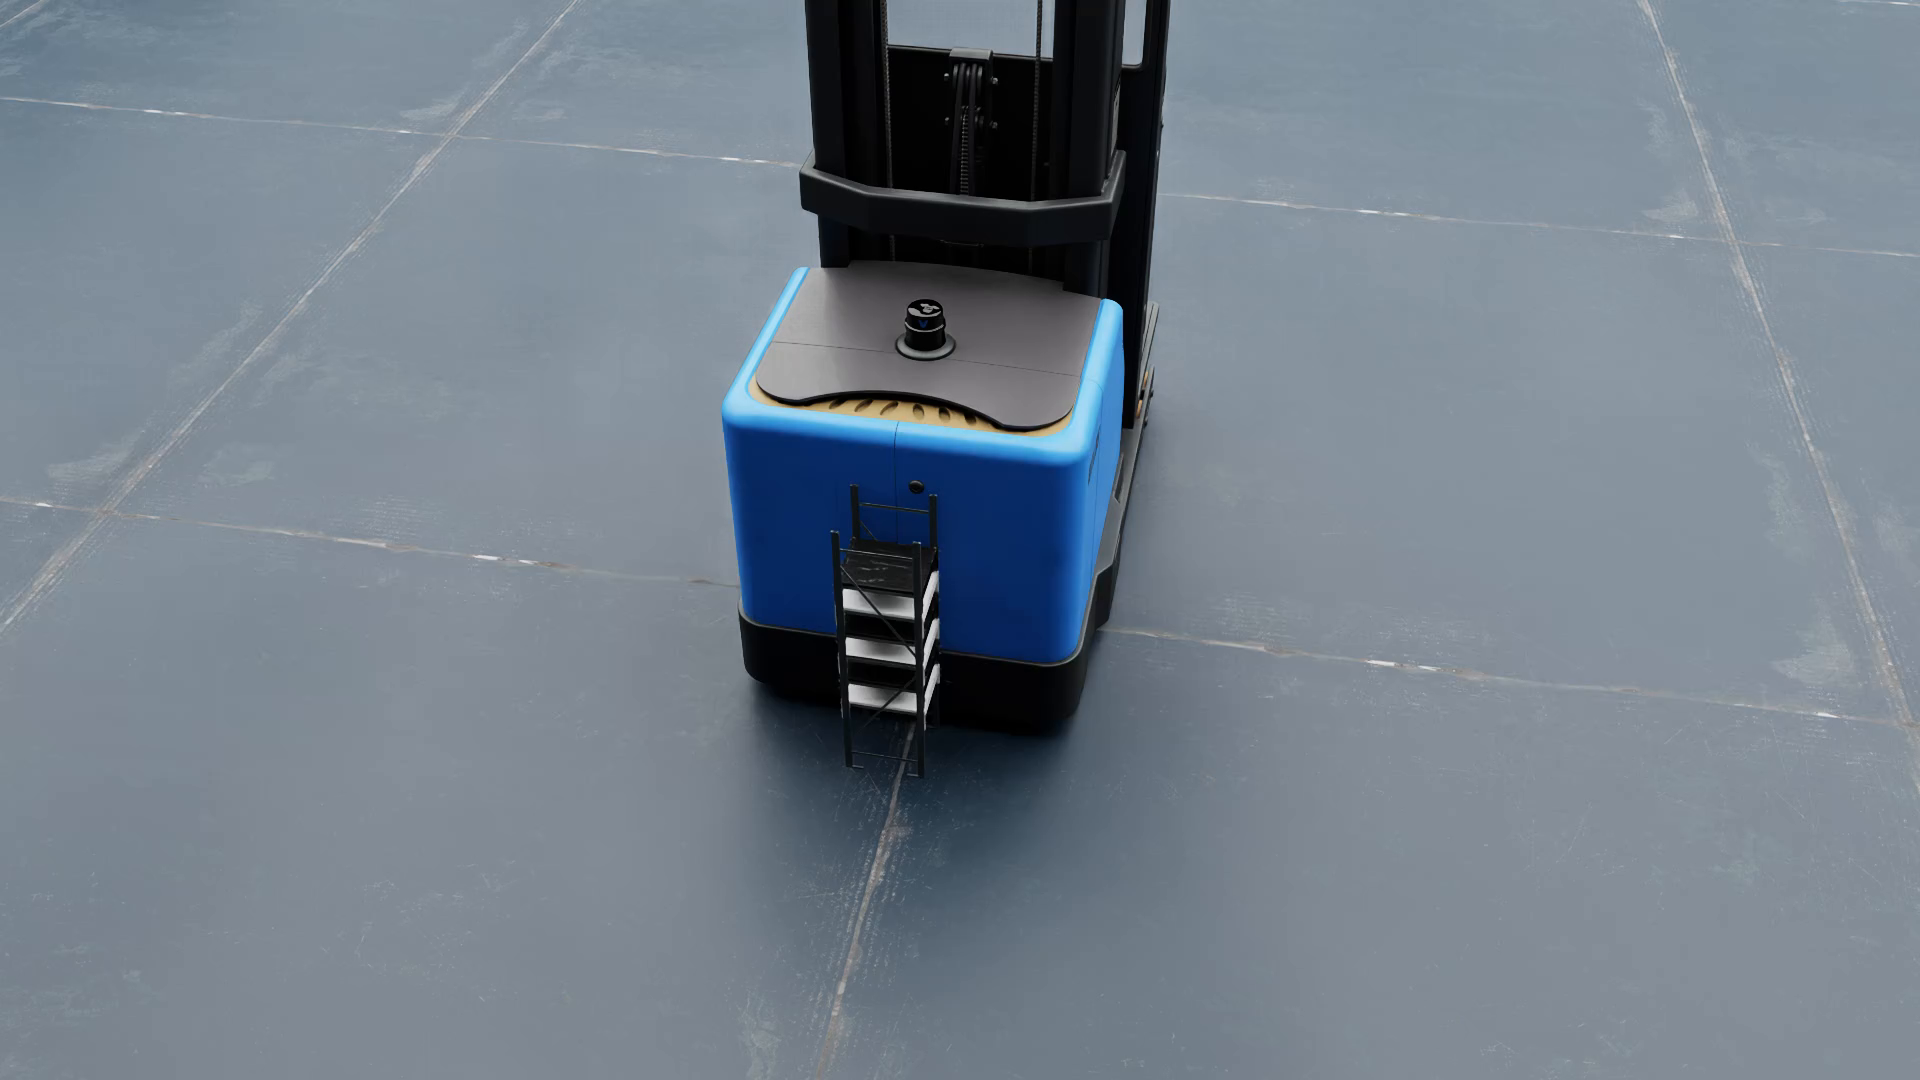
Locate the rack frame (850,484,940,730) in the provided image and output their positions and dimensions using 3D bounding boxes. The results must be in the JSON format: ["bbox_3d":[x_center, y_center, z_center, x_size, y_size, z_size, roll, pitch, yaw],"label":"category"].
[{"bbox_3d":[-0.180,0.212,4.787,0.240,0.900,0.006,7,40,9],"label":"rack frame"}]

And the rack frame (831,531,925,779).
[{"bbox_3d":[-0.221,0.339,4.634,0.240,0.900,0.006,7,40,9],"label":"rack frame"}]

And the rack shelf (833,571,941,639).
[{"bbox_3d":[-0.200,0.163,4.617,0.258,0.077,0.200,7,40,9],"label":"rack shelf"}]

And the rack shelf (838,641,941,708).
[{"bbox_3d":[-0.200,0.371,4.789,0.258,0.077,0.200,7,40,9],"label":"rack shelf"}]

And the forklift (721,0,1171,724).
[{"bbox_3d":[0.126,-1.523,5.292,1.130,2.935,3.031,7,40,9],"label":"forklift"}]

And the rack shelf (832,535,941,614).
[{"bbox_3d":[-0.200,0.093,4.560,0.258,0.077,0.200,7,40,9],"label":"rack shelf"}]

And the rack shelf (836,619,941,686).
[{"bbox_3d":[-0.200,0.301,4.732,0.258,0.077,0.200,7,40,9],"label":"rack shelf"}]

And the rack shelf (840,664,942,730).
[{"bbox_3d":[-0.200,0.440,4.846,0.258,0.077,0.200,7,40,9],"label":"rack shelf"}]

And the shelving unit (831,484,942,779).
[{"bbox_3d":[-0.200,0.276,4.710,0.258,0.900,0.210,7,40,9],"label":"shelving unit"}]

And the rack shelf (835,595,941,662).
[{"bbox_3d":[-0.200,0.232,4.674,0.258,0.077,0.200,7,40,9],"label":"rack shelf"}]
